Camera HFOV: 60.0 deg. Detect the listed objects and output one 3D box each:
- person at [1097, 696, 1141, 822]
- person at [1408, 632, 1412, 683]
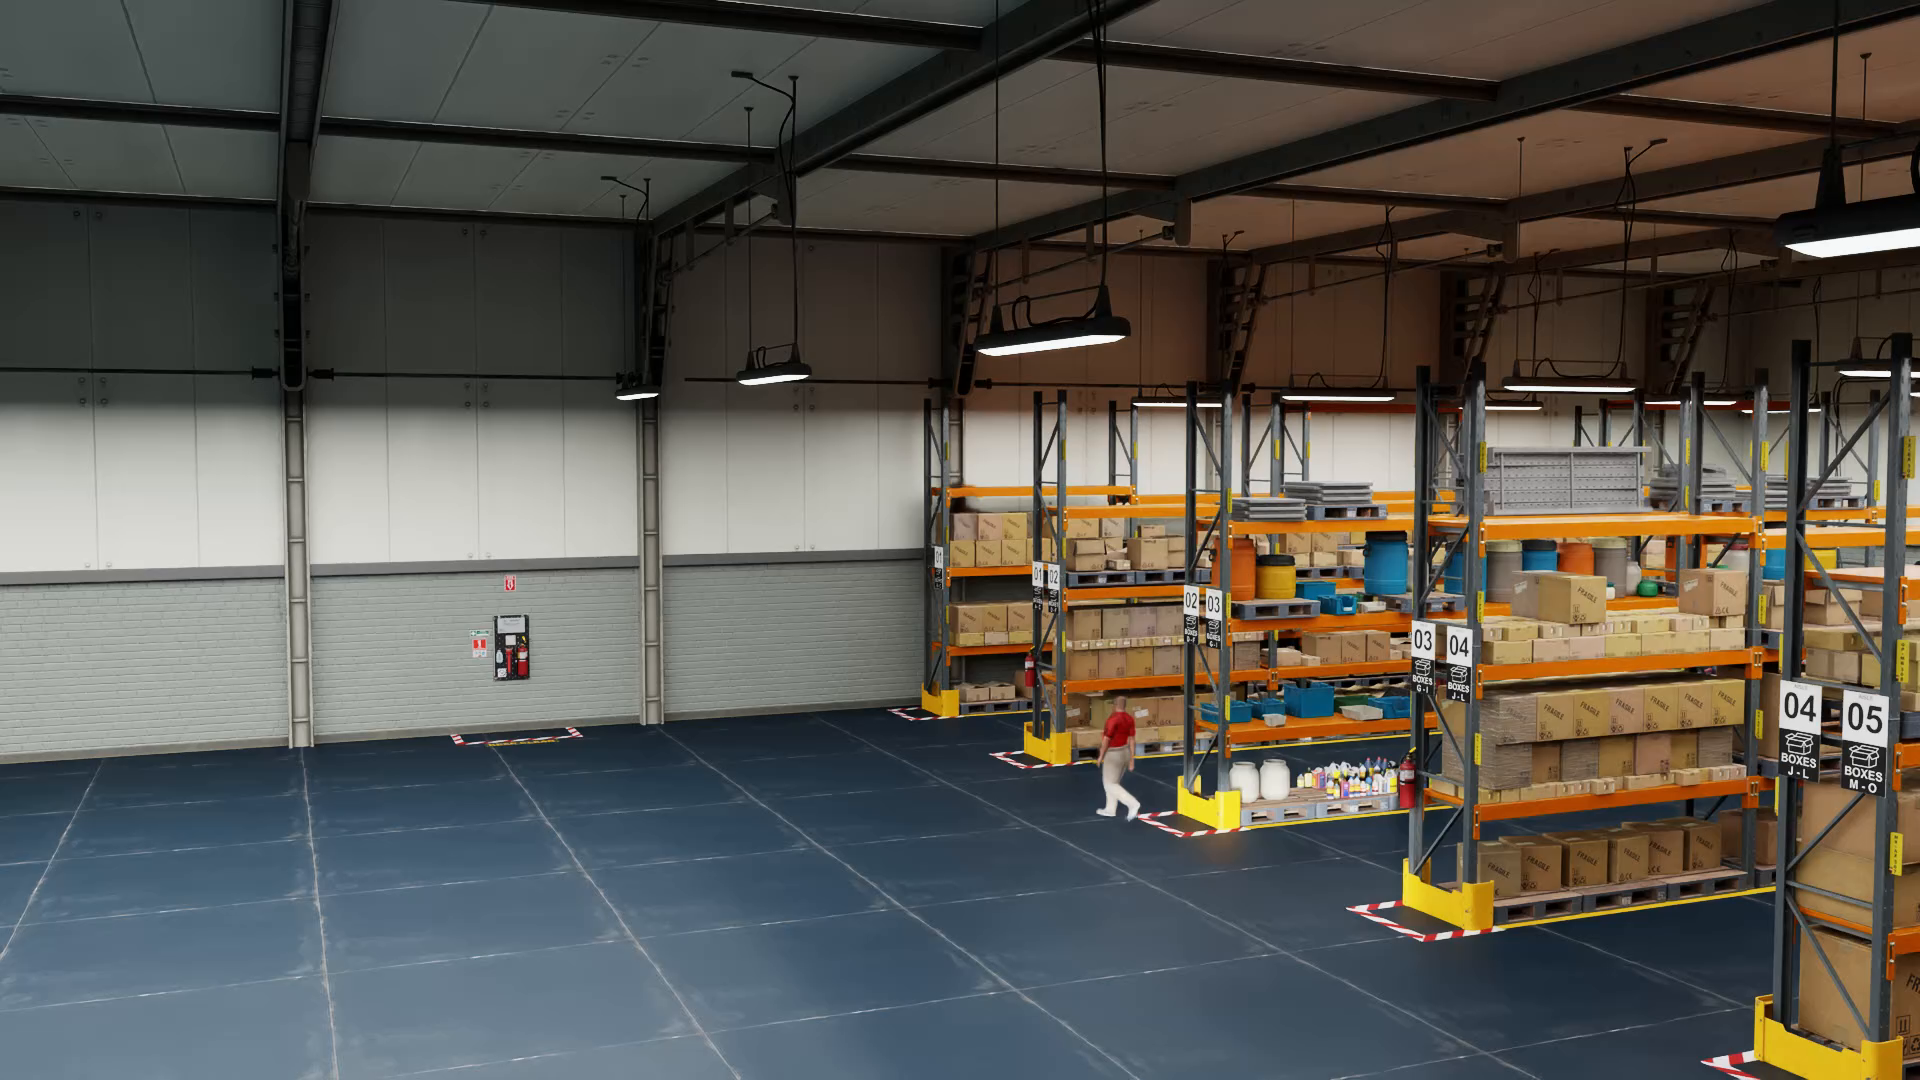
[{"bbox_3d":[2.158,2.971,22.682,0.866,1.703,0.516,3,4,38],"label":"person"},{"bbox_3d":[8.862,2.359,32.547,0.975,1.742,0.615,-2,4,-25],"label":"person"}]
